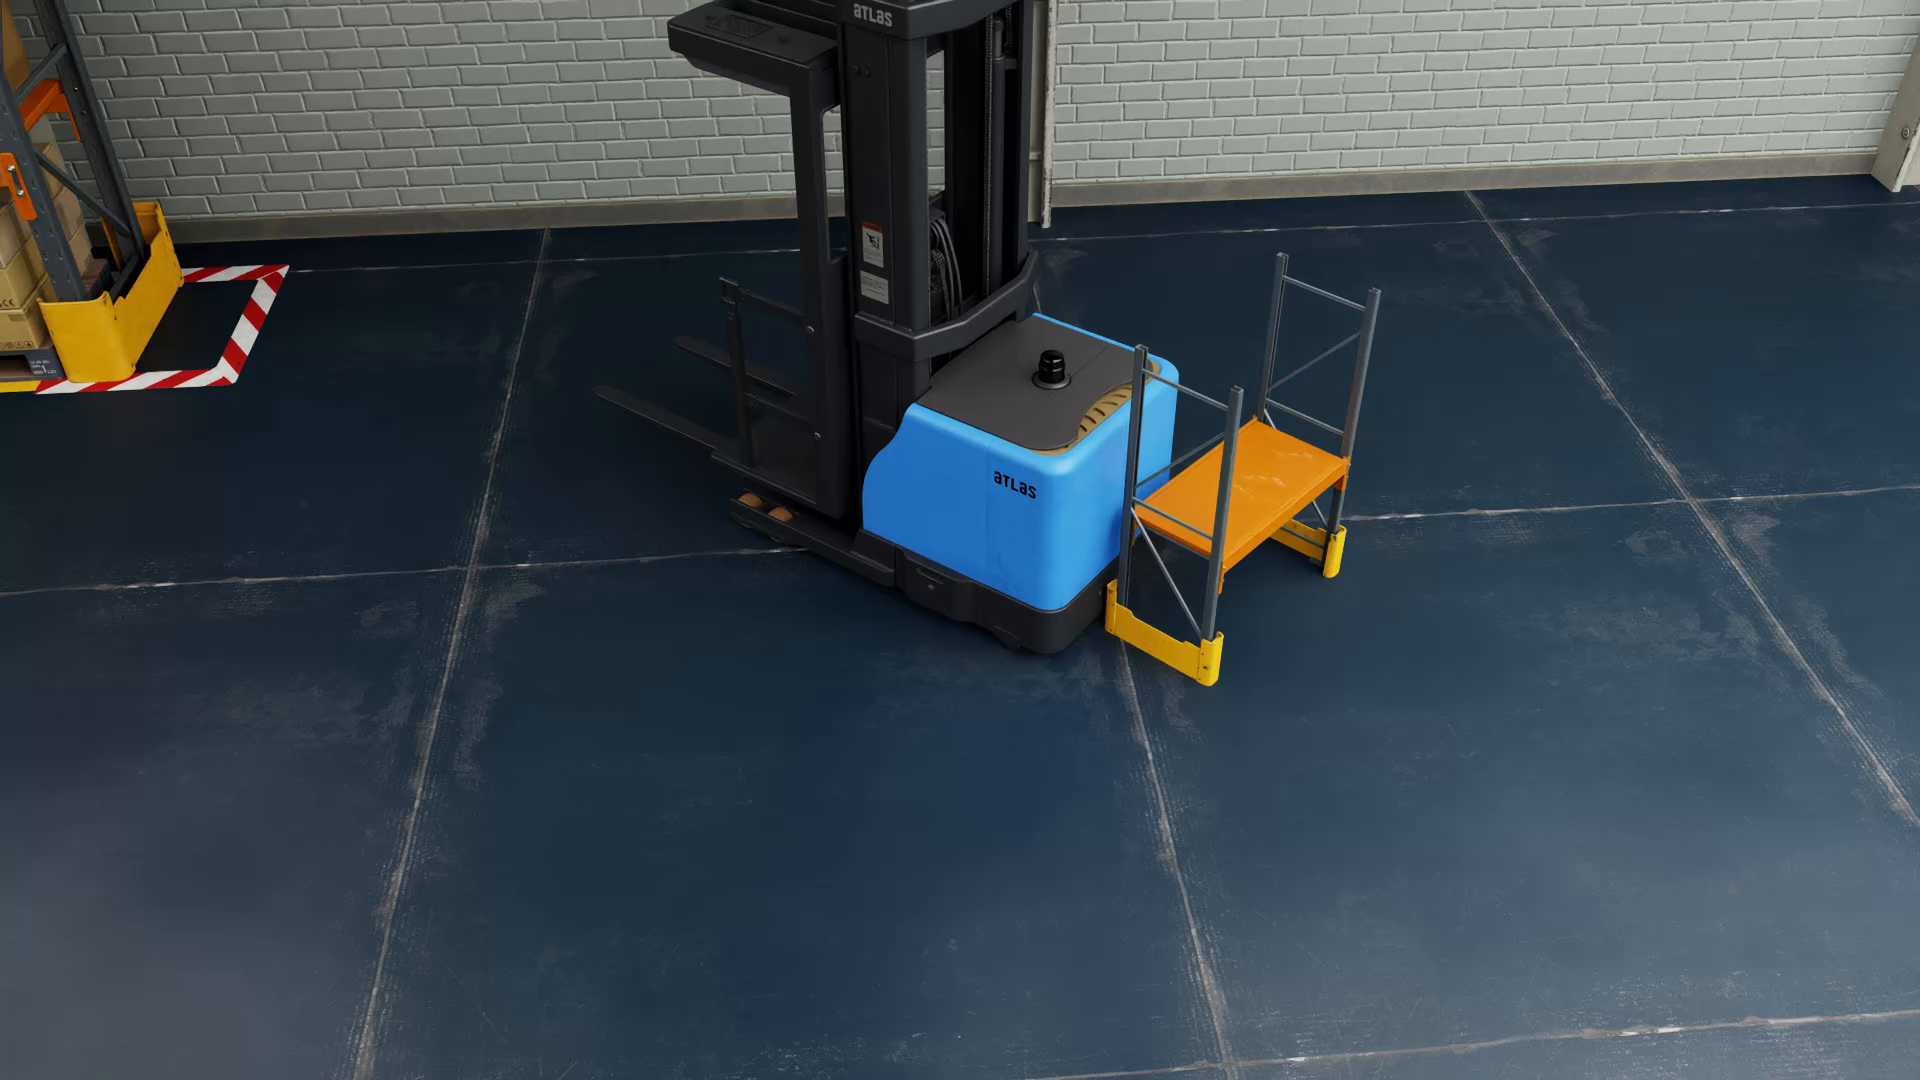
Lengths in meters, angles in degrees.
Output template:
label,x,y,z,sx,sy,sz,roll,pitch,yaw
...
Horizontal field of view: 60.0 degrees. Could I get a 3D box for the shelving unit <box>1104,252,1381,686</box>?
label,x,y,z,sx,sy,sz,roll,pitch,yaw
shelving unit,1.226,-0.315,7.260,0.587,1.500,1.083,29,47,32

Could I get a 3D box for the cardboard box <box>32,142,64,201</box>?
label,x,y,z,sx,sy,sz,roll,pitch,yaw
cardboard box,-5.334,-1.975,9.227,0.500,0.250,0.500,-4,38,-5

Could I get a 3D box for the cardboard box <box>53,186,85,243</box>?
label,x,y,z,sx,sy,sz,roll,pitch,yaw
cardboard box,-5.325,-1.791,9.397,0.500,0.250,0.500,-2,38,-3

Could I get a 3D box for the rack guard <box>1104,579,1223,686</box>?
label,x,y,z,sx,sy,sz,roll,pitch,yaw
rack guard,0.894,0.406,7.356,0.587,0.250,0.087,29,47,32

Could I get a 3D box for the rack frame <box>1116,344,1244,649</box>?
label,x,y,z,sx,sy,sz,roll,pitch,yaw
rack frame,0.893,-0.084,6.968,0.500,1.500,0.032,29,47,32

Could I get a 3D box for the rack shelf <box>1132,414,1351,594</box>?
label,x,y,z,sx,sy,sz,roll,pitch,yaw
rack shelf,1.232,-0.178,7.377,0.538,0.185,1.000,29,47,32

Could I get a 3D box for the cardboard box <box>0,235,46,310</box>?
label,x,y,z,sx,sy,sz,roll,pitch,yaw
cardboard box,-5.295,-1.469,8.989,0.500,0.250,0.500,-4,38,-5

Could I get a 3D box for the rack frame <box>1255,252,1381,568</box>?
label,x,y,z,sx,sy,sz,roll,pitch,yaw
rack frame,1.571,-0.554,7.563,0.500,1.500,0.032,29,47,32

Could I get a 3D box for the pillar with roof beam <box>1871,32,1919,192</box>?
label,x,y,z,sx,sy,sz,roll,pitch,yaw
pillar with roof beam,6.723,-3.282,4.967,0.400,9.000,9.100,-3,38,-4

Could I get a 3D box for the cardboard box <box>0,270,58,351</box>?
label,x,y,z,sx,sy,sz,roll,pitch,yaw
cardboard box,-5.278,-1.272,9.143,0.500,0.250,0.500,-3,38,-4

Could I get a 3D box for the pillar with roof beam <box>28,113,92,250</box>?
label,x,y,z,sx,sy,sz,roll,pitch,yaw
pillar with roof beam,-5.230,-2.624,4.132,0.400,9.000,9.100,-3,38,-4

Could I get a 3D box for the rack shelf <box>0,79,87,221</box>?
label,x,y,z,sx,sy,sz,roll,pitch,yaw
rack shelf,-6.830,-2.015,8.785,4.000,0.370,1.077,-3,38,-4

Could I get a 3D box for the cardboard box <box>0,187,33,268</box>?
label,x,y,z,sx,sy,sz,roll,pitch,yaw
cardboard box,-5.269,-1.667,8.837,0.500,0.250,0.500,-2,38,-2

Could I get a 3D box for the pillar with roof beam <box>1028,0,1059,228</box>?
label,x,y,z,sx,sy,sz,roll,pitch,yaw
pillar with roof beam,0.746,-2.953,4.550,0.400,9.000,9.100,-3,38,-4

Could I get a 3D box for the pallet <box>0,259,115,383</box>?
label,x,y,z,sx,sy,sz,roll,pitch,yaw
pallet,-5.596,-1.244,9.479,1.213,0.211,1.003,-3,38,-4

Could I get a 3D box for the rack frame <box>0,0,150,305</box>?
label,x,y,z,sx,sy,sz,roll,pitch,yaw
rack frame,-4.838,-2.407,8.701,0.127,3.000,1.000,-3,38,-4

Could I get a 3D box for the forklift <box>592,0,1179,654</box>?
label,x,y,z,sx,sy,sz,roll,pitch,yaw
forklift,-0.510,-1.380,7.455,3.031,2.935,1.130,24,44,27

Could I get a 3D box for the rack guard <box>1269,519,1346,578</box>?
label,x,y,z,sx,sy,sz,roll,pitch,yaw
rack guard,1.558,-0.054,7.939,0.587,0.250,0.087,29,47,32

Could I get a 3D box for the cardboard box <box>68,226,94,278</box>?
label,x,y,z,sx,sy,sz,roll,pitch,yaw
cardboard box,-5.345,-1.586,9.541,0.500,0.250,0.500,-3,38,-4

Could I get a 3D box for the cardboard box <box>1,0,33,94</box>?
label,x,y,z,sx,sy,sz,roll,pitch,yaw
cardboard box,-5.356,-2.590,8.852,0.500,0.500,0.500,-2,38,-3

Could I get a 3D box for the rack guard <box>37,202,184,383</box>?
label,x,y,z,sx,sy,sz,roll,pitch,yaw
rack guard,-4.814,-1.427,9.477,0.348,0.500,1.175,-3,38,-4
